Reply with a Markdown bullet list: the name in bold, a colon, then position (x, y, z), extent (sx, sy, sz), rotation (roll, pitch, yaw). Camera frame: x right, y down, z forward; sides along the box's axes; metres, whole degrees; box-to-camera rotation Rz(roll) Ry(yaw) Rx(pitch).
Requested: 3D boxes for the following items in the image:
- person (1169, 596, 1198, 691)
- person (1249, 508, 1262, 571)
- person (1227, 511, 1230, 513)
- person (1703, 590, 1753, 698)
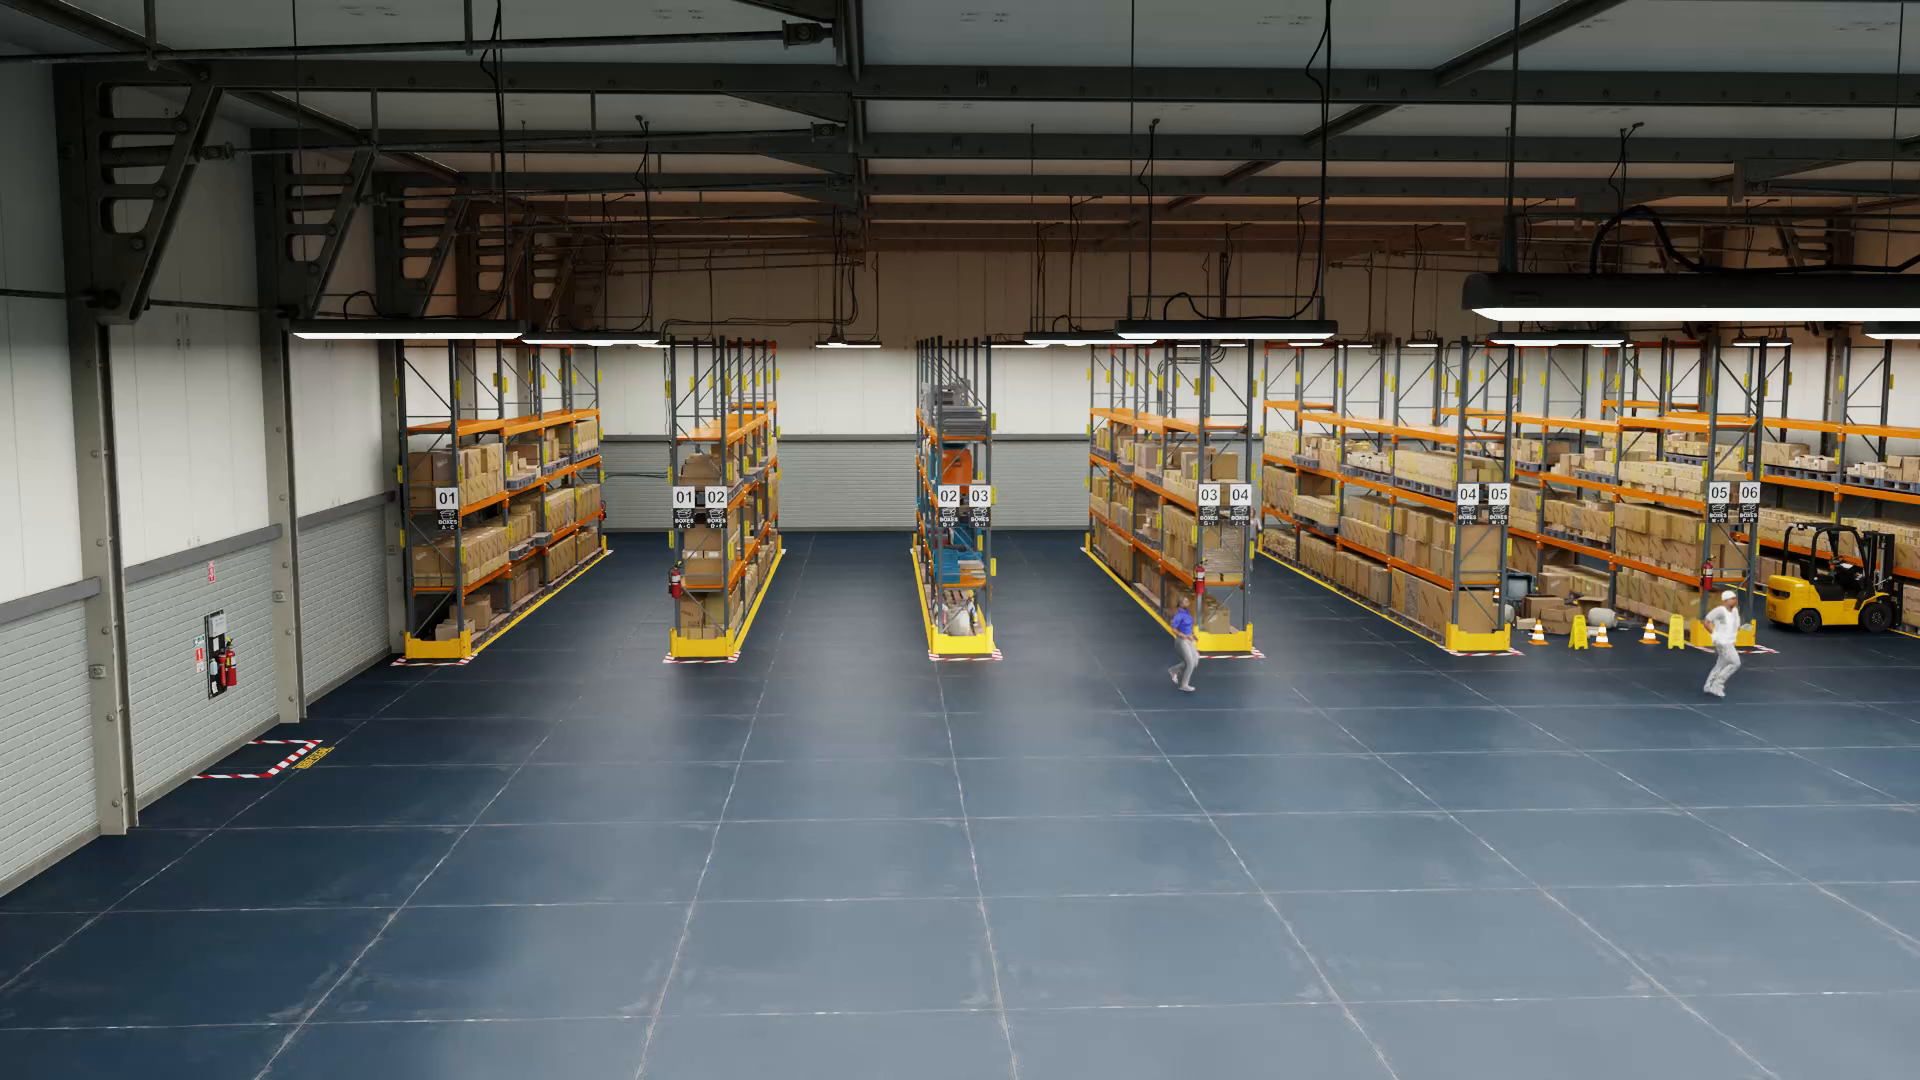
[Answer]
- **person**: position (3.766, 1.740, 28.090), extent (0.584, 1.603, 0.573), rotation (4, 8, 31)
- **person**: position (7.637, -0.043, 43.603), extent (0.531, 1.596, 0.878), rotation (0, 7, -4)
- **person**: position (8.200, -0.687, 48.953), extent (0.670, 1.782, 0.717), rotation (-1, 7, -8)
- **person**: position (12.730, 1.727, 27.560), extent (0.650, 1.792, 0.692), rotation (-6, 9, -45)
